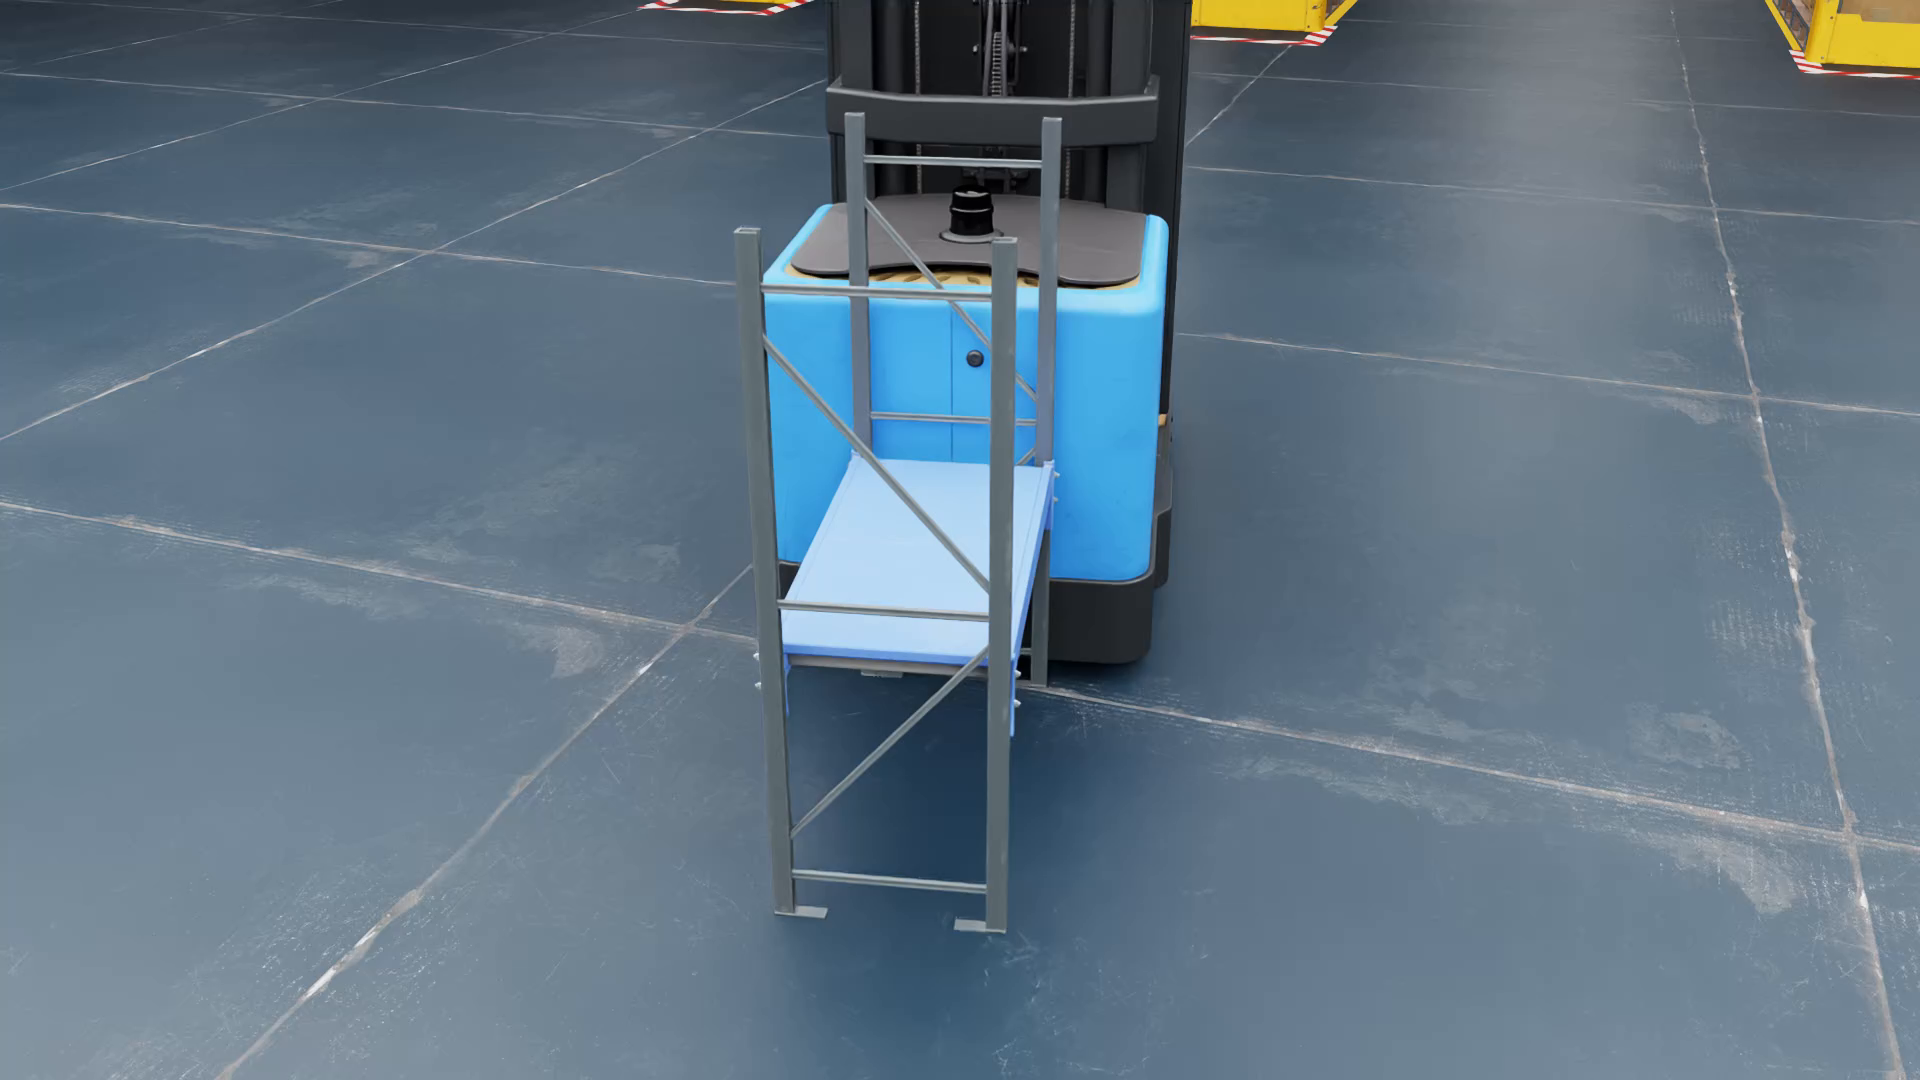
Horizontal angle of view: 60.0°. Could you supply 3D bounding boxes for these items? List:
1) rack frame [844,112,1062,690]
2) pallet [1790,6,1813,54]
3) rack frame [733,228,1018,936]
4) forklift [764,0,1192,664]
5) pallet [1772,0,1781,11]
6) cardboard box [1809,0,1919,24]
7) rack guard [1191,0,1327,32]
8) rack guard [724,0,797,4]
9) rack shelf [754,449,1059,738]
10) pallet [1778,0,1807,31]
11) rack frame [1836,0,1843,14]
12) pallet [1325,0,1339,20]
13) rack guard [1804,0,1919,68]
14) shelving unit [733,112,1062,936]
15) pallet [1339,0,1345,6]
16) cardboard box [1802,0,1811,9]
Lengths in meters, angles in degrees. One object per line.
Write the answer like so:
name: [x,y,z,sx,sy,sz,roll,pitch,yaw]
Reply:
rack frame: [-0.017,-0.298,4.144,0.500,1.500,0.032,3,26,7]
pallet: [7.388,-4.137,13.552,1.003,0.211,1.213,9,27,17]
rack frame: [-0.149,0.142,3.237,0.500,1.500,0.032,3,26,7]
forklift: [0.176,-1.604,5.200,1.130,2.935,3.031,3,26,7]
pallet: [8.200,-5.139,15.623,1.003,0.211,1.213,9,27,17]
cardboard box: [7.359,-4.573,13.209,0.875,0.875,0.875,9,27,18]
rack guard: [2.577,-4.719,14.423,1.175,0.500,0.348,9,27,17]
rack guard: [-2.138,-5.444,15.920,1.175,0.500,0.348,9,27,17]
rack shelf: [-0.083,0.084,3.769,0.538,0.185,1.000,3,26,7]
pallet: [7.795,-4.636,14.584,1.003,0.211,1.213,9,27,17]
rack frame: [7.195,-5.052,12.242,1.000,3.000,0.127,9,27,17]
pallet: [2.881,-4.918,15.164,1.003,0.211,1.213,9,27,17]
rack guard: [7.187,-3.917,12.766,1.175,0.500,0.348,9,27,17]
shelving unit: [-0.083,-0.078,3.690,0.538,1.500,1.048,3,26,7]
pallet: [3.288,-5.417,16.196,1.003,0.211,1.213,9,27,17]
cardboard box: [7.650,-4.935,13.956,0.875,0.875,0.875,8,27,17]
